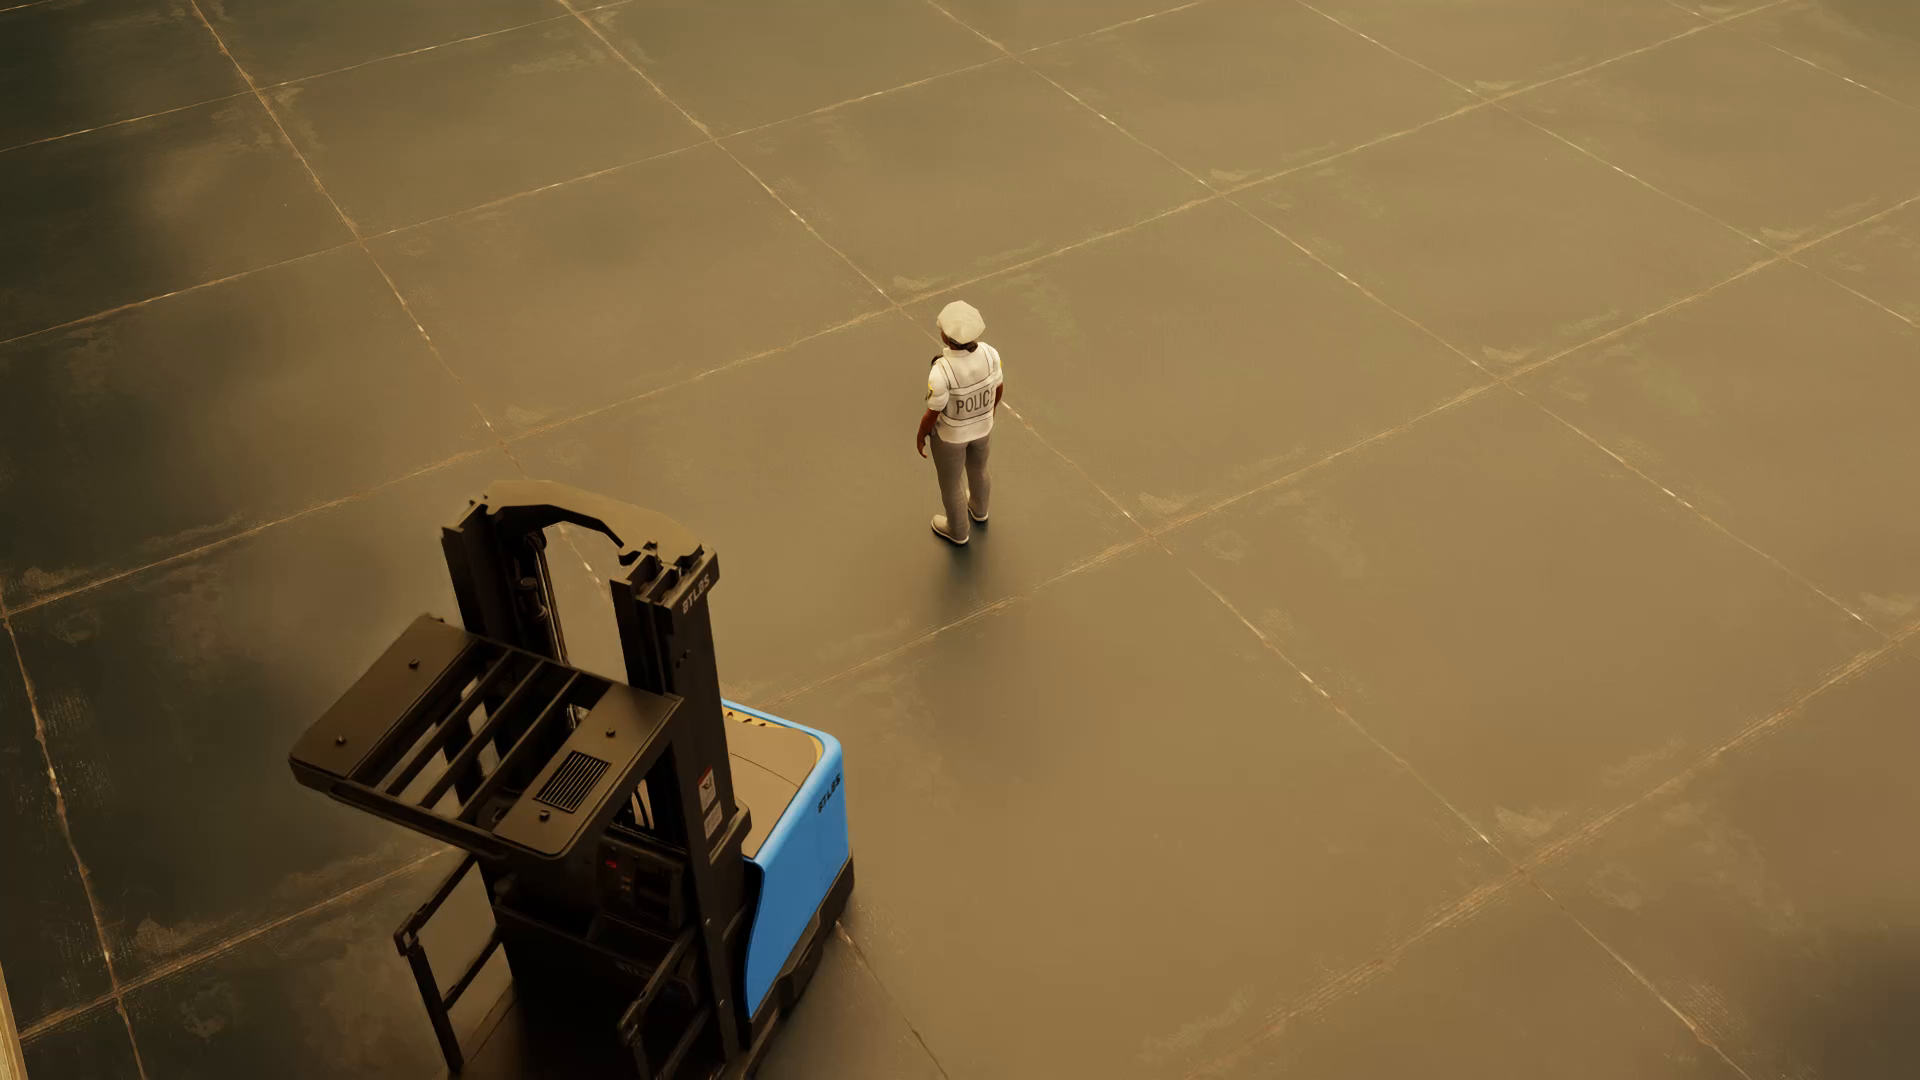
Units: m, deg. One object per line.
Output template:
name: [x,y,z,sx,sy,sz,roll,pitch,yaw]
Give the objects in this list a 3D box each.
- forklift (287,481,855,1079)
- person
forklift: [-1.563,1.357,6.318,1.130,2.935,3.031,16,44,17]
person: [-0.024,-0.692,9.591,0.570,1.695,0.530,-23,46,-24]
